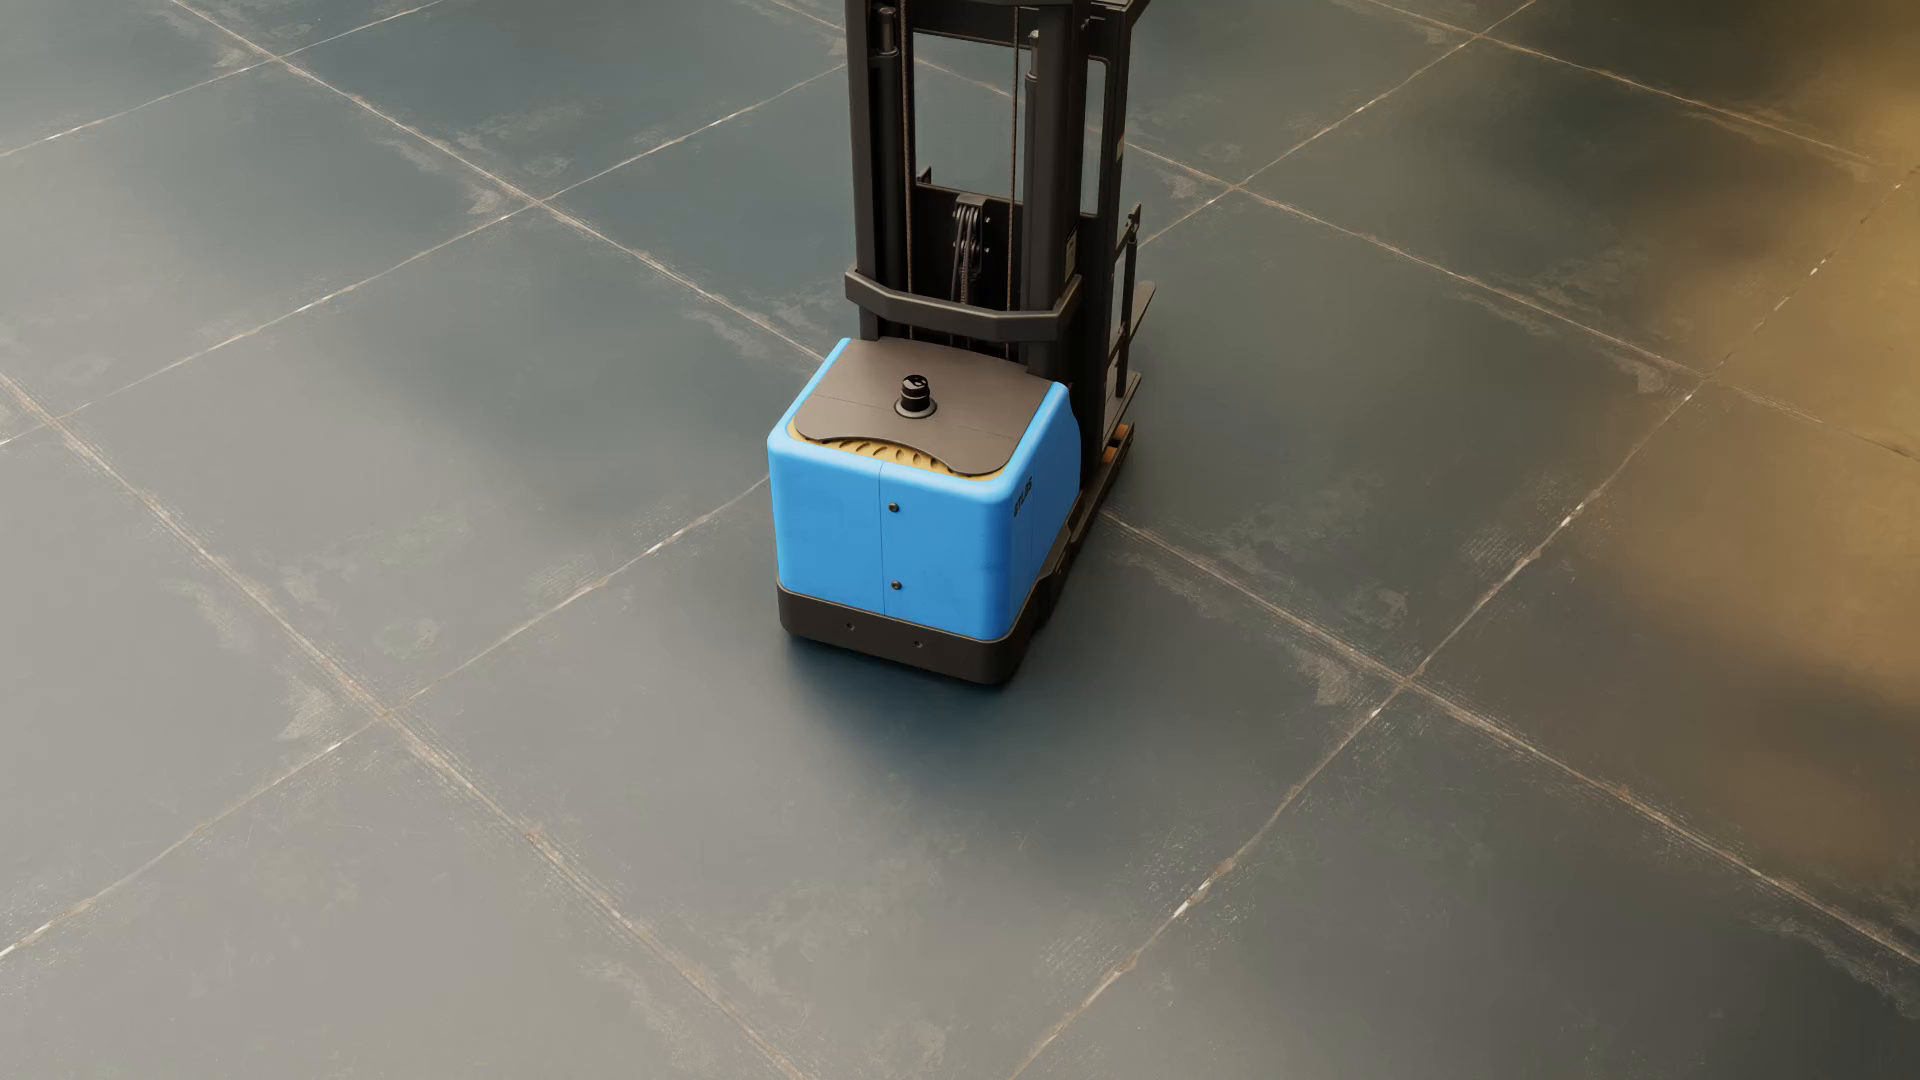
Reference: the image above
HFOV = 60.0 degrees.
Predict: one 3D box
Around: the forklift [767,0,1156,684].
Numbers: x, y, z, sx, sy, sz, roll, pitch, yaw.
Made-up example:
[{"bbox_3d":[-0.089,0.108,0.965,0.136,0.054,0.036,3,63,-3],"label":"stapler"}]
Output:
[{"bbox_3d":[0.211,-1.484,7.158,1.130,2.935,3.031,14,42,15],"label":"forklift"}]
